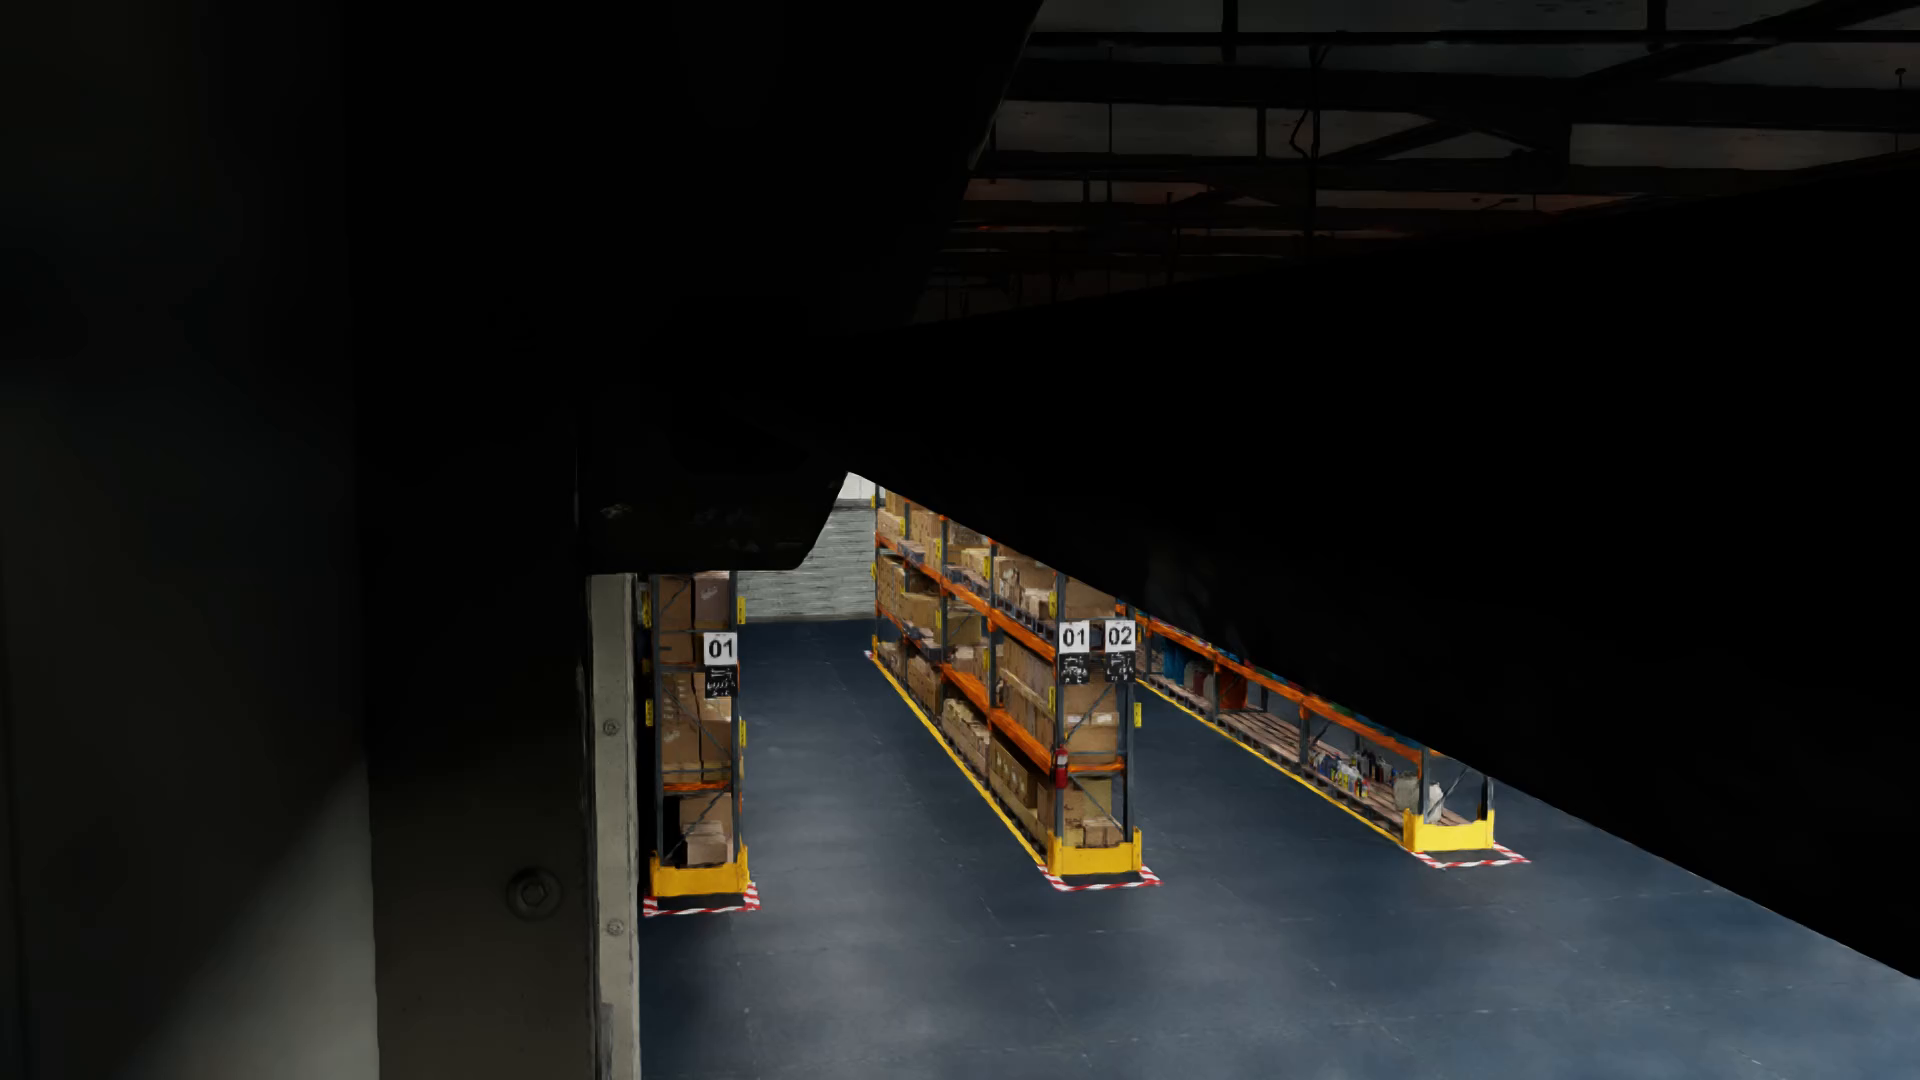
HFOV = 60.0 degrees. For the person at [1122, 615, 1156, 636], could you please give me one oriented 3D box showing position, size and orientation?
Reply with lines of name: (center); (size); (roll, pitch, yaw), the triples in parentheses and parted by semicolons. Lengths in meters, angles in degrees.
person: (4.174, 1.433, 39.460); (0.701, 1.693, 0.857); (-3, 7, -27)
